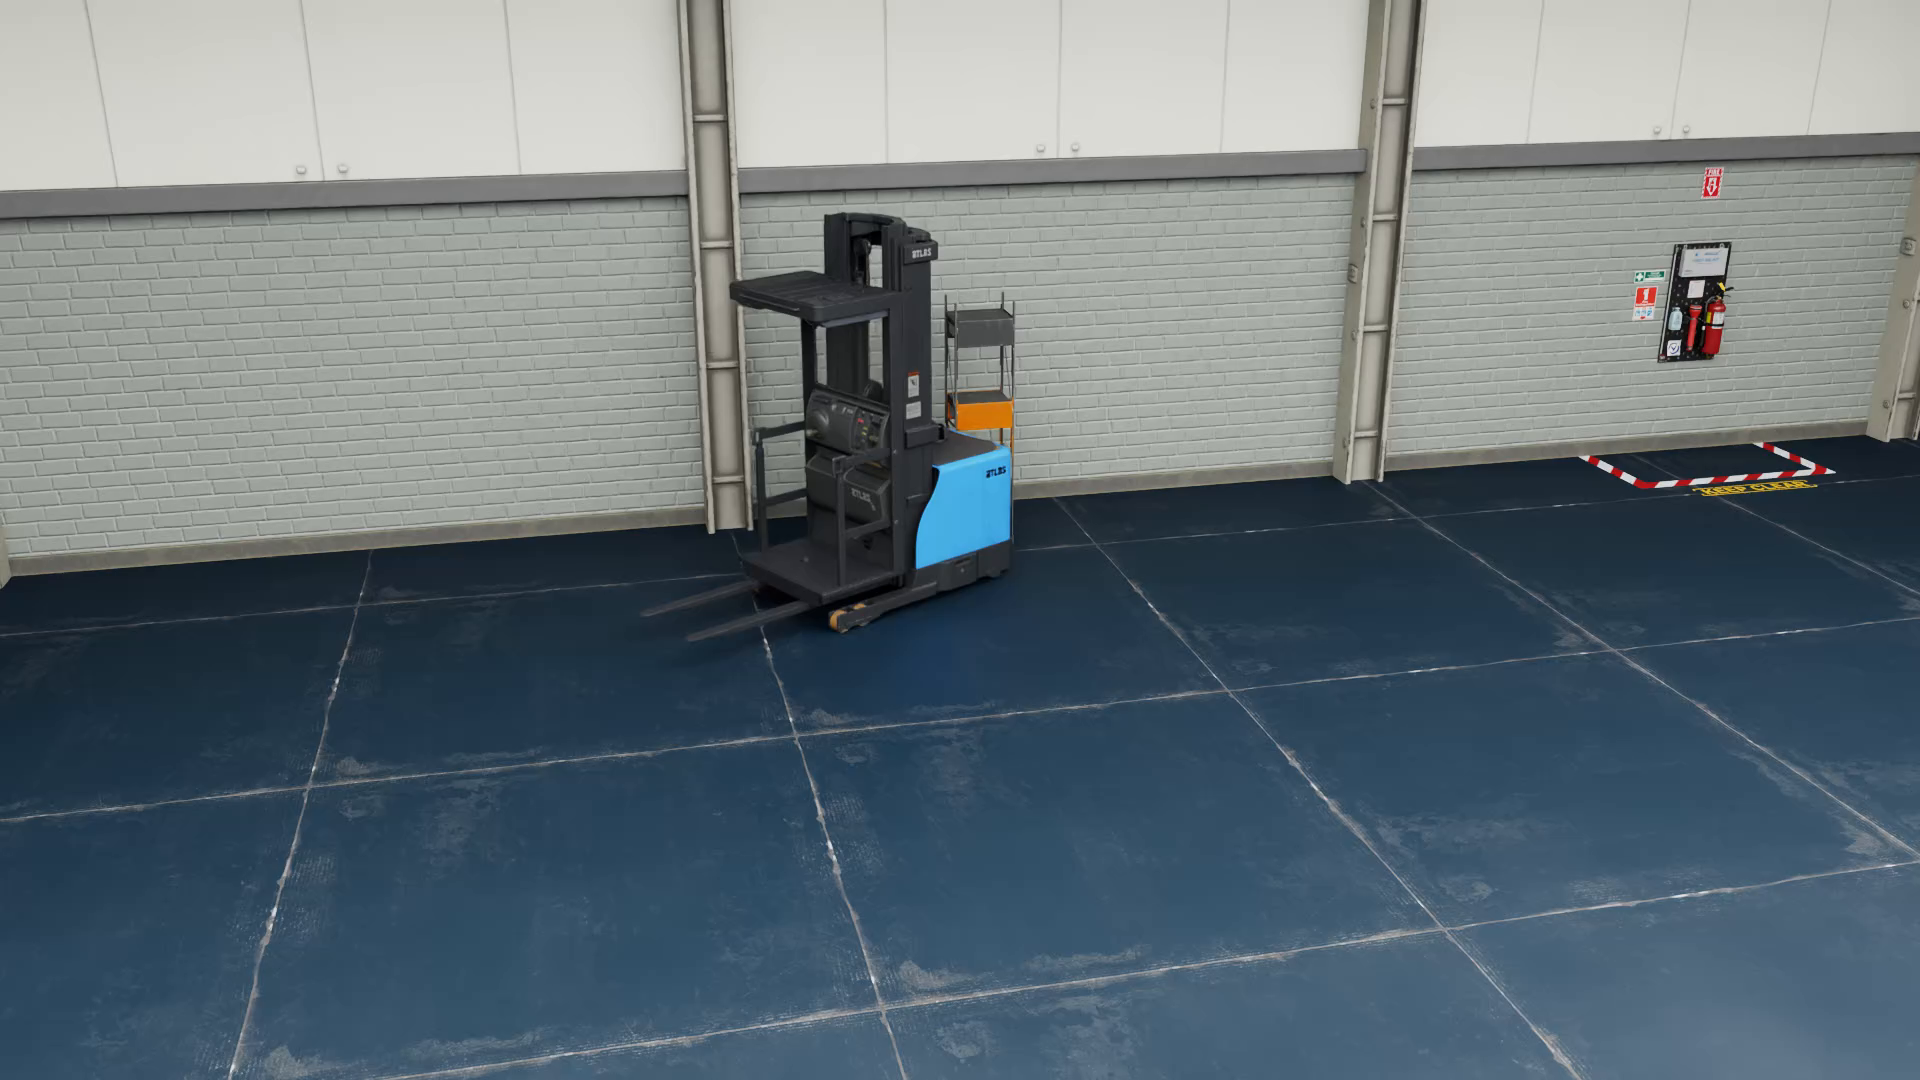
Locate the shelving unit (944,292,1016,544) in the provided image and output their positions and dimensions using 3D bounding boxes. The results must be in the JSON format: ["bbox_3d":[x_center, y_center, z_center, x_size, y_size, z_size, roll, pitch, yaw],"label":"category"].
[{"bbox_3d":[0.161,-0.999,13.989,0.503,2.100,0.431,-5,21,-12],"label":"shelving unit"}]

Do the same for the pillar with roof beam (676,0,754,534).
[{"bbox_3d":[-1.040,-2.907,9.168,0.400,9.000,9.100,-5,21,-12],"label":"pillar with roof beam"}]

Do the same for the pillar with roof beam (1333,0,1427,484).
[{"bbox_3d":[4.799,-3.382,10.464,0.400,9.000,9.100,-5,21,-12],"label":"pillar with roof beam"}]

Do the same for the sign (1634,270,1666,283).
[{"bbox_3d":[6.679,-2.552,16.098,0.331,0.109,0.001,-5,21,-12],"label":"sign"}]

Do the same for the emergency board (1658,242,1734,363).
[{"bbox_3d":[7.234,-2.298,16.228,0.643,1.169,0.194,-5,21,-12],"label":"emergency board"}]

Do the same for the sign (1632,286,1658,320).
[{"bbox_3d":[6.672,-2.306,16.196,0.234,0.329,0.001,-5,21,-12],"label":"sign"}]

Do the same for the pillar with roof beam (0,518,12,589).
[{"bbox_3d":[-6.879,-2.432,7.872,0.400,9.000,9.100,-5,21,-12],"label":"pillar with roof beam"}]

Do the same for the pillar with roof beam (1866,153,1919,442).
[{"bbox_3d":[10.638,-3.857,11.761,0.400,9.000,9.100,-5,21,-12],"label":"pillar with roof beam"}]

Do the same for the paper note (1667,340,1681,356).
[{"bbox_3d":[7.046,-1.894,16.404,0.142,0.148,0.016,-5,21,-12],"label":"paper note"}]

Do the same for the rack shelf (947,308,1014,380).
[{"bbox_3d":[0.161,-1.644,13.753,0.480,0.518,0.431,-5,21,-12],"label":"rack shelf"}]

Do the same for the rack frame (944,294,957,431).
[{"bbox_3d":[-0.076,-0.980,13.937,0.015,2.100,0.400,-5,21,-12],"label":"rack frame"}]

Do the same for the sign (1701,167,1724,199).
[{"bbox_3d":[7.203,-3.419,15.918,0.199,0.298,0.001,-5,21,-12],"label":"sign"}]

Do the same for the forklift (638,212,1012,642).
[{"bbox_3d":[-1.011,-0.886,12.473,3.031,2.935,1.130,-17,26,-39],"label":"forklift"}]

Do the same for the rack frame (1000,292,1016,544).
[{"bbox_3d":[0.399,-1.018,14.042,0.015,2.100,0.400,-5,21,-12],"label":"rack frame"}]

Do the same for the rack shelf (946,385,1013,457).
[{"bbox_3d":[0.161,-0.986,13.994,0.480,0.518,0.431,-5,21,-12],"label":"rack shelf"}]

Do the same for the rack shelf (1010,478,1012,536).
[{"bbox_3d":[0.161,-0.329,14.235,0.480,0.518,0.431,-5,21,-12],"label":"rack shelf"}]
